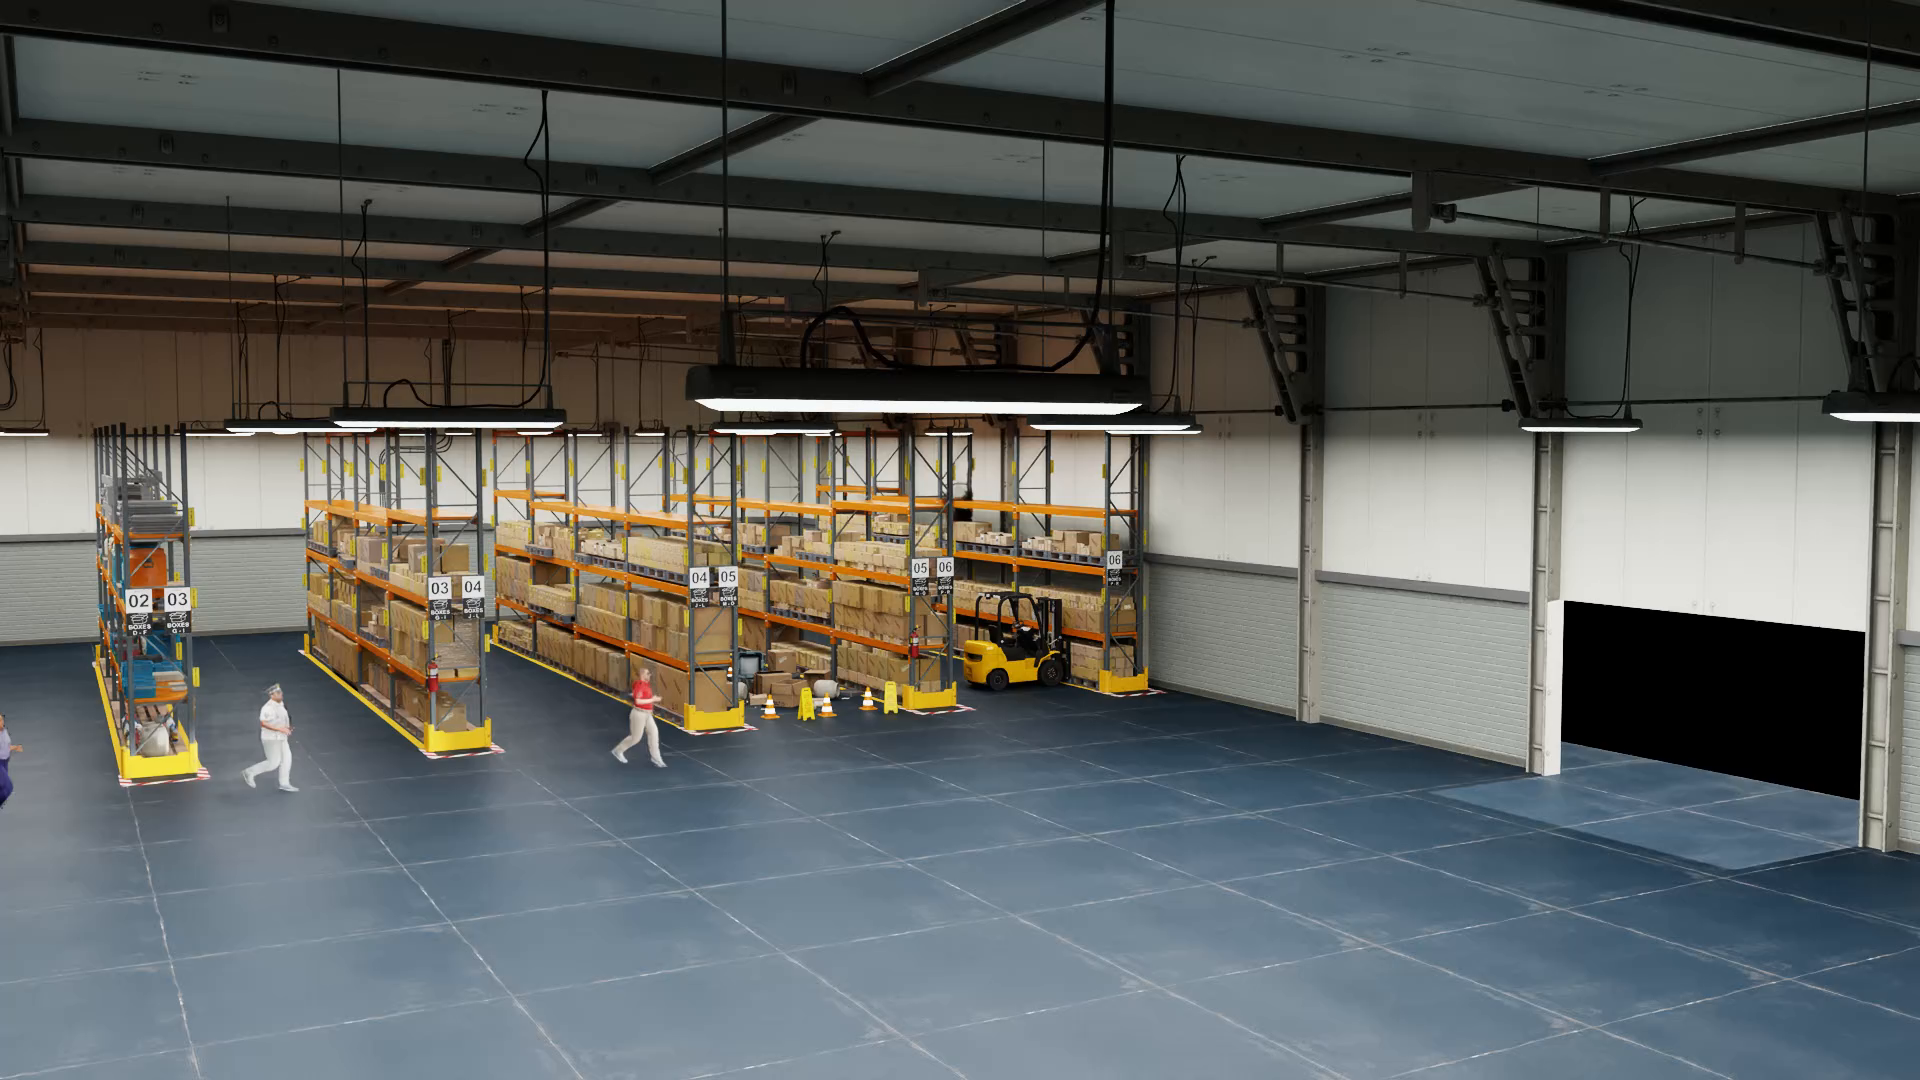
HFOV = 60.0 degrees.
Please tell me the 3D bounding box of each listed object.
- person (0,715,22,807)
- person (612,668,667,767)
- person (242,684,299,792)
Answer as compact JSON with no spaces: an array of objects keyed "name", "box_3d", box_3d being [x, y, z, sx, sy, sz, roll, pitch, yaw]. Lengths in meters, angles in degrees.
[{"name":"person","box_3d":[-14.361,3.419,24.840,0.658,1.643,0.578,0,3,1]},{"name":"person","box_3d":[-5.606,3.119,29.043,0.968,1.778,0.665,0,3,6]},{"name":"person","box_3d":[-11.187,3.219,27.035,0.844,1.781,0.670,0,3,1]}]
